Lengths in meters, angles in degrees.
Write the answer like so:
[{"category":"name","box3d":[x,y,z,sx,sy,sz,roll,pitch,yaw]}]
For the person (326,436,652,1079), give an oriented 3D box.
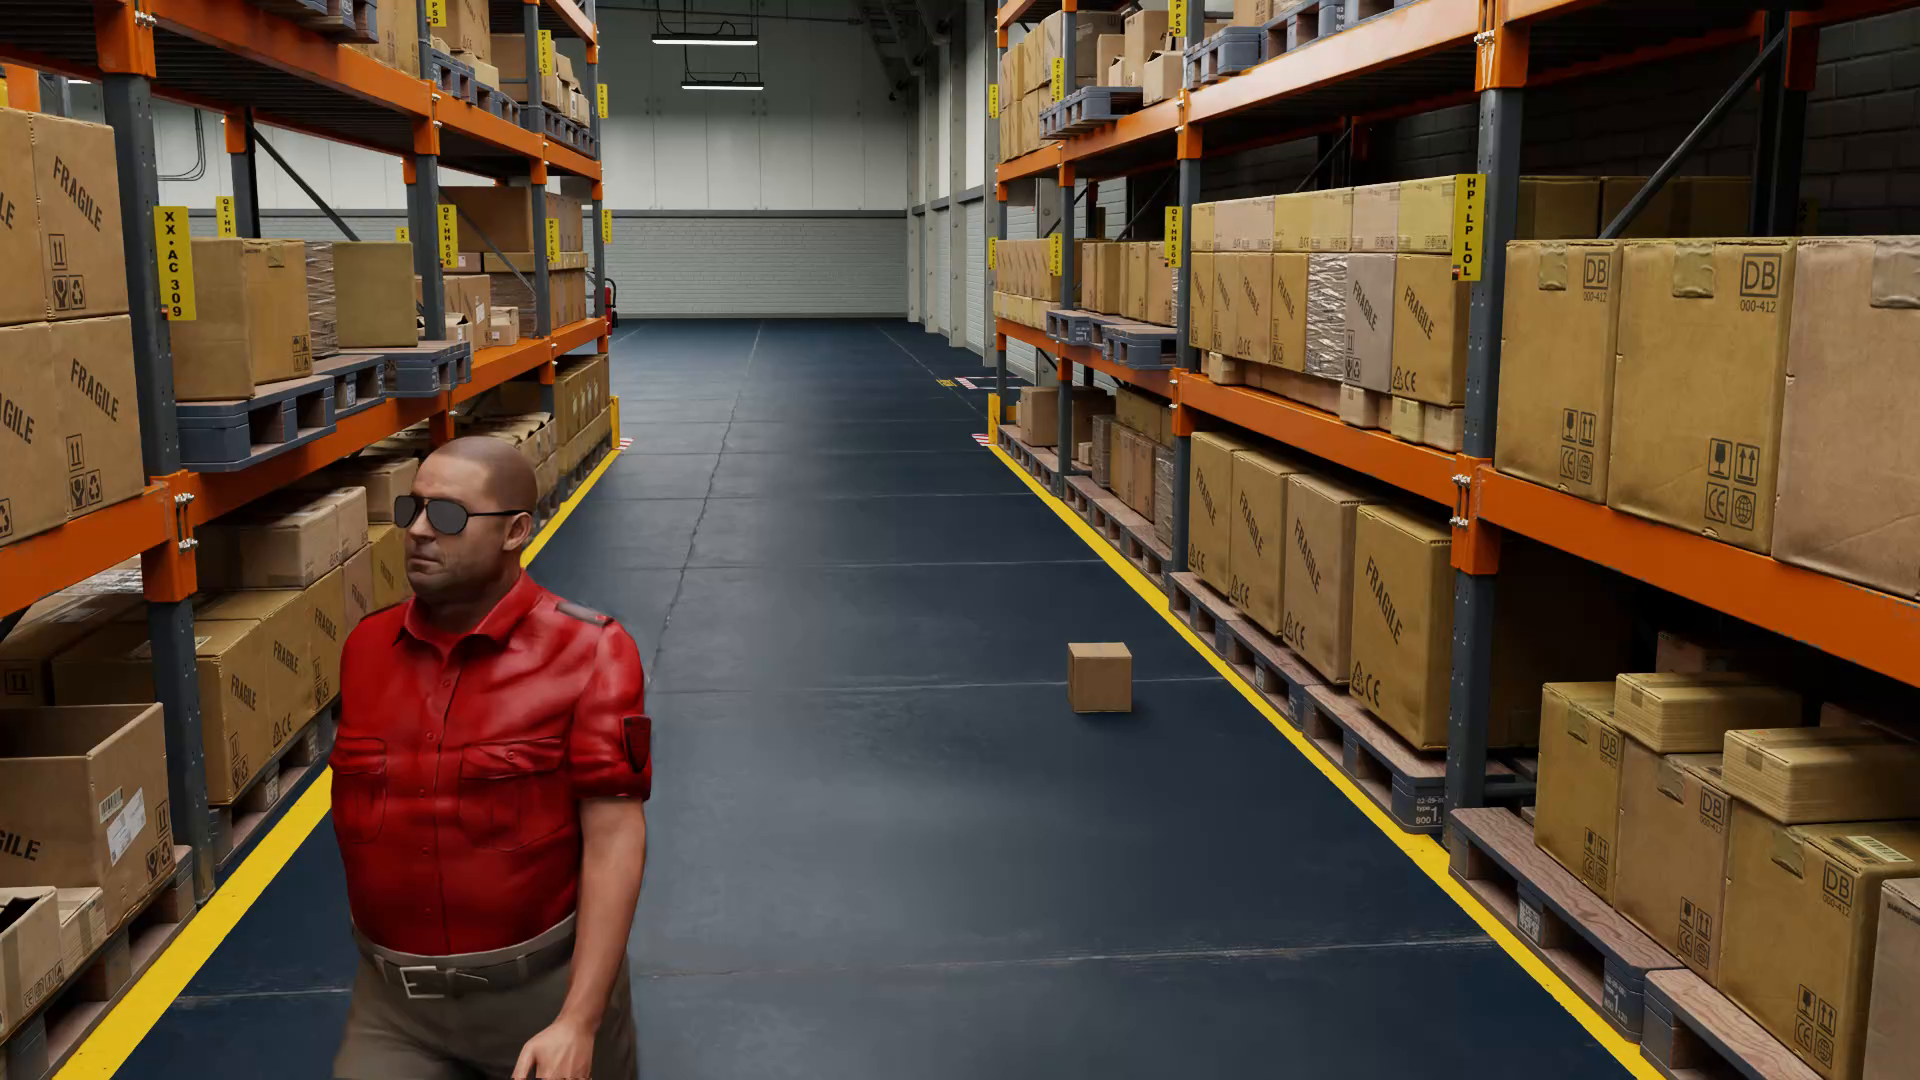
[{"category":"person","box3d":[-0.722,0.689,2.448,0.531,1.662,1.020,1,10,8]}]
